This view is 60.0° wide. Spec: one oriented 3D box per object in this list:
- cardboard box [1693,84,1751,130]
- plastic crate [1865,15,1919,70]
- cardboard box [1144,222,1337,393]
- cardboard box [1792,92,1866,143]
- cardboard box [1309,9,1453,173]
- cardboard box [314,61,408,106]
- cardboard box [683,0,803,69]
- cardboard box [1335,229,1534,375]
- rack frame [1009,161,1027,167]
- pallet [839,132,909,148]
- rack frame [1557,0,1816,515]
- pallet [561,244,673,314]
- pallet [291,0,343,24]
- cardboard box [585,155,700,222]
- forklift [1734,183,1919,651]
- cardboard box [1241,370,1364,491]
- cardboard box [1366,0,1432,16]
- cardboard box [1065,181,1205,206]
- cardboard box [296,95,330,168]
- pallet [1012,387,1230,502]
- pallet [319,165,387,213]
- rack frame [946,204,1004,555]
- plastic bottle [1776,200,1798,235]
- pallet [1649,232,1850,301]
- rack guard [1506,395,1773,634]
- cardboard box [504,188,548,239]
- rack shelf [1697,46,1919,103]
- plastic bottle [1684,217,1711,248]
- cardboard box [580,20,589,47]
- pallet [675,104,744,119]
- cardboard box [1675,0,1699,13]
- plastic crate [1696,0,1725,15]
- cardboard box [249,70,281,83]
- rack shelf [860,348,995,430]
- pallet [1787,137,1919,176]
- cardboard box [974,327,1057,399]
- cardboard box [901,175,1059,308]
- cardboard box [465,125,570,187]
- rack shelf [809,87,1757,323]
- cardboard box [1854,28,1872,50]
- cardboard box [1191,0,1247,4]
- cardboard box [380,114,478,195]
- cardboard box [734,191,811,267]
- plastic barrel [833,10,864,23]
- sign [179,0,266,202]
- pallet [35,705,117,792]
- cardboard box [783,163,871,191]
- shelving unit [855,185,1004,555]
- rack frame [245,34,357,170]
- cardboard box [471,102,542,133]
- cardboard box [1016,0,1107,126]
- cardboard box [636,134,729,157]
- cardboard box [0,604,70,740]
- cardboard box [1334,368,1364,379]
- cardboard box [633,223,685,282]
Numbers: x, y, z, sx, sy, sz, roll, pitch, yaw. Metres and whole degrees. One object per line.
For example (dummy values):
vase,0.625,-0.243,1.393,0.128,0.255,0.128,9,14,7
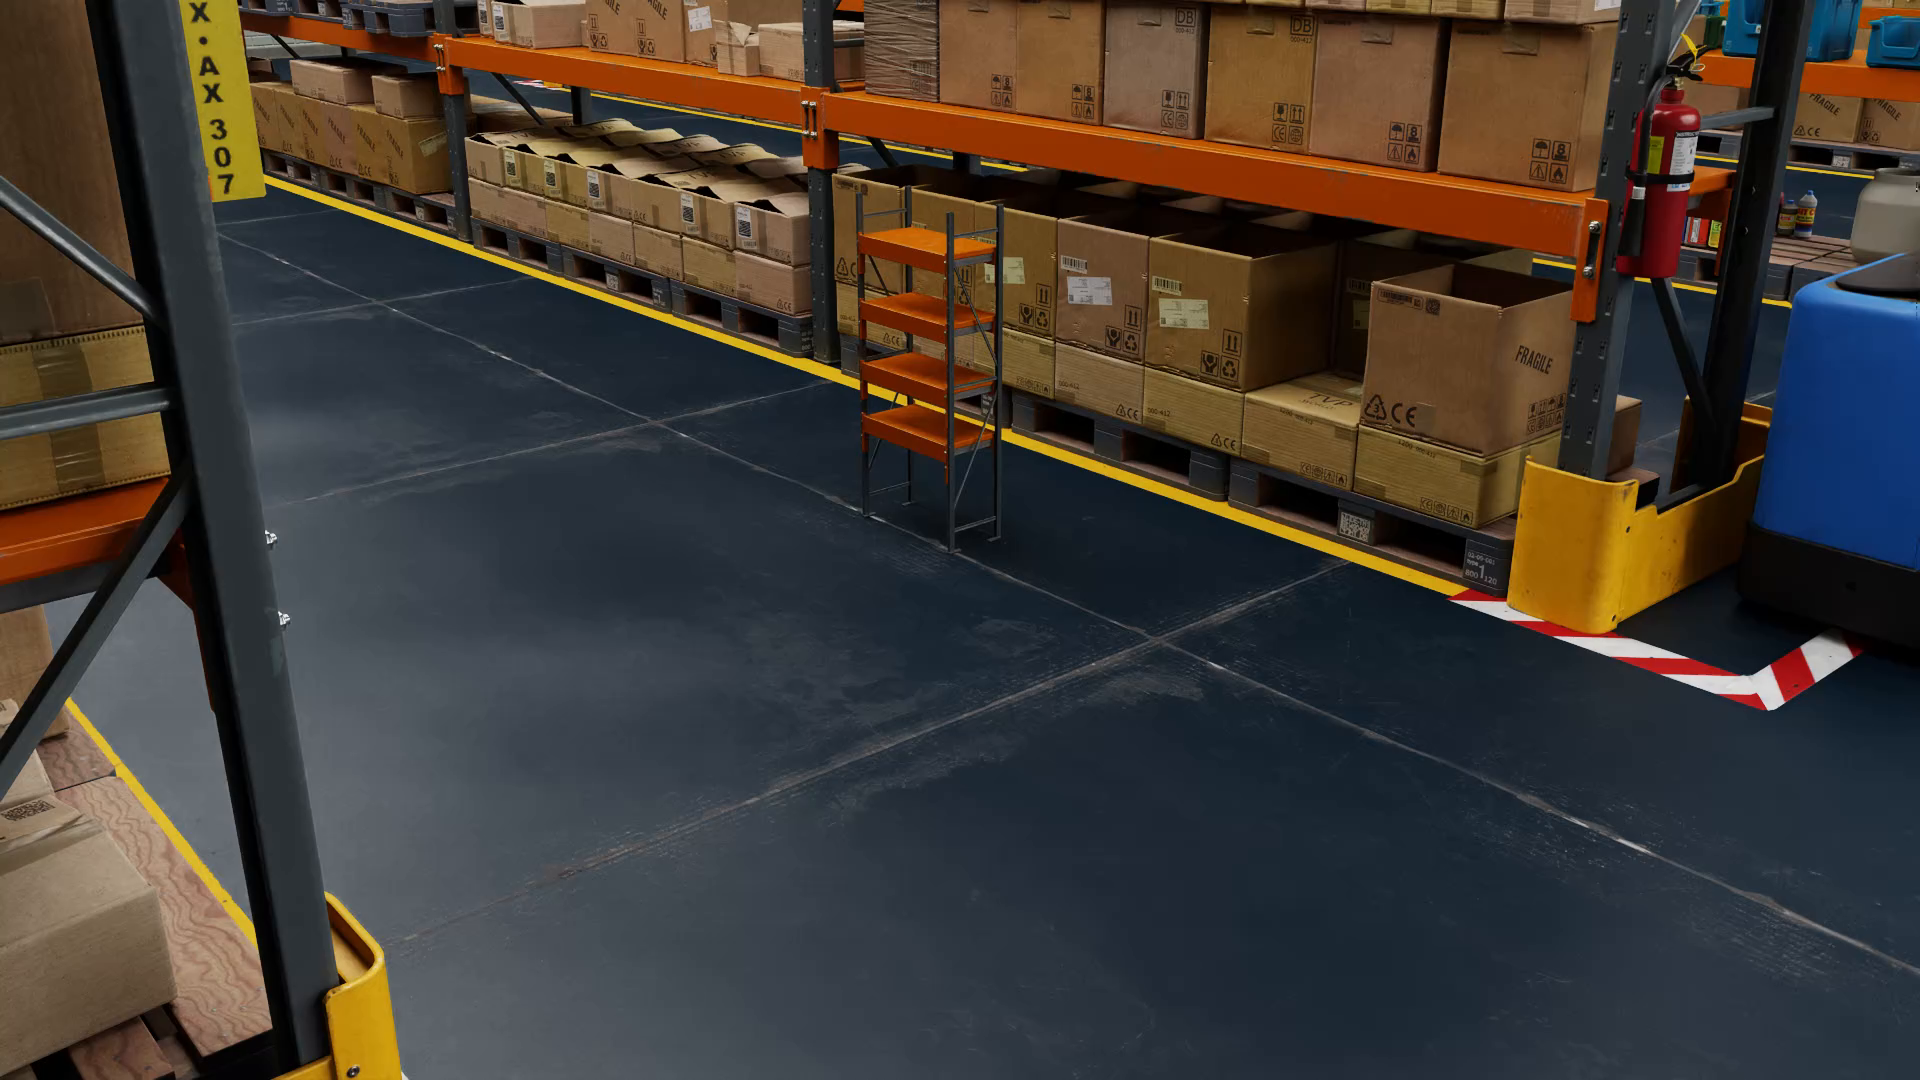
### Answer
cardboard box,6.814,-3.961,14.809,0.500,0.500,0.700,20,29,41
plastic crate,5.084,-2.640,8.815,0.499,0.251,0.408,-17,27,-37
cardboard box,1.063,-0.898,6.329,0.500,0.500,0.500,-17,27,-37
cardboard box,7.429,-3.657,14.060,0.500,0.500,0.500,-18,28,-39
cardboard box,1.660,-1.606,5.833,0.700,0.500,0.500,-17,27,-36
cardboard box,-4.419,-3.382,12.302,0.500,0.250,0.500,-18,28,-38
cardboard box,-1.142,-2.796,8.873,0.500,0.500,0.500,-15,26,-34
cardboard box,1.793,-0.886,6.300,0.500,0.500,0.500,-17,27,-37
rack frame,0.835,-4.671,13.798,1.000,3.000,0.127,-17,27,-37
pallet,-0.504,-3.918,15.697,1.003,0.211,1.213,-17,27,-37
rack frame,2.302,-1.283,5.147,1.000,3.000,0.127,-17,27,-37
pallet,-1.620,-1.621,9.834,1.003,0.211,1.213,-17,27,-37
pallet,-4.193,-3.940,12.194,1.003,0.211,1.213,-17,27,-37
cardboard box,-1.784,-2.029,9.476,0.500,0.311,0.500,-18,28,-38
forklift,3.937,-1.353,5.419,3.031,2.935,1.130,-18,28,-38
cardboard box,1.393,-0.411,6.116,0.500,0.250,0.500,-17,27,-37
cardboard box,1.569,-1.834,5.528,0.380,0.149,0.250,-18,28,-38
cardboard box,0.806,-1.298,7.352,0.500,0.500,0.500,-17,27,-37
cardboard box,-4.723,-3.163,12.771,0.500,0.500,0.500,-17,27,-37
pallet,0.979,-0.523,7.030,1.003,0.211,1.213,-17,27,-37
pallet,-4.171,-2.747,12.708,1.003,0.211,1.213,-17,27,-37
rack frame,0.051,-0.537,5.710,0.240,1.200,0.015,-17,27,-37
plastic bottle,5.042,-1.967,10.126,0.097,0.201,0.097,0,21,0
pallet,4.653,-1.735,10.125,1.003,0.211,1.213,-17,27,-37
rack guard,2.318,-0.113,5.586,1.175,0.500,0.348,-17,27,-37
cardboard box,-2.472,-2.055,10.313,0.500,0.250,0.500,-18,28,-39
rack shelf,4.751,-2.679,9.697,1.077,0.370,4.000,-17,27,-37
plastic bottle,4.382,-1.877,9.795,0.152,0.276,0.135,-17,27,-37
cardboard box,-2.045,-3.037,9.970,0.380,0.149,0.250,-15,26,-34
pallet,-2.286,-4.672,17.623,1.003,0.211,1.213,-17,27,-37
cardboard box,2.209,-1.791,5.418,0.380,0.149,0.250,-18,27,-38
plastic crate,4.374,-3.256,10.388,0.499,0.251,0.616,-17,27,-37
cardboard box,-6.118,-3.729,14.217,0.500,0.500,0.500,-17,27,-37
rack shelf,-0.108,-0.542,5.907,0.258,0.148,0.480,-17,27,-37
pallet,7.663,-3.270,14.043,1.003,0.211,1.213,-17,27,-37
cardboard box,0.409,-0.824,7.170,0.500,0.250,0.500,-17,27,-37
cardboard box,0.089,-1.314,7.391,0.500,0.500,0.500,-17,27,-37
cardboard box,-2.801,-2.455,10.565,0.500,0.311,0.500,-16,27,-36
rack shelf,0.996,-1.501,6.689,1.077,0.370,4.000,-17,27,-37
cardboard box,9.921,-5.464,18.330,1.050,0.750,0.750,-17,27,-37
cardboard box,1.062,-2.049,6.077,0.380,0.149,0.250,-17,27,-36
cardboard box,-3.708,-2.737,11.683,0.500,0.500,0.500,-16,27,-35
cardboard box,-0.791,-1.608,8.402,0.500,0.311,0.500,-17,27,-37
plastic barrel,-0.972,-4.645,16.032,0.600,0.901,0.708,-17,27,-37
sign,-1.038,-0.635,2.305,0.100,0.325,0.005,-17,27,-37
pallet,-2.794,0.605,4.150,1.003,0.211,1.213,-17,27,-37
cardboard box,-0.713,-1.878,9.090,0.500,0.311,0.500,-18,28,-38
shelving unit,-0.108,-0.604,5.882,0.258,1.200,0.503,-17,27,-37
rack frame,-5.531,-4.598,13.612,1.000,3.000,0.127,-17,27,-37
cardboard box,-3.347,-2.871,12.026,0.500,0.500,0.500,-19,28,-39
cardboard box,0.659,-2.030,6.917,0.700,0.500,0.500,-17,27,-37
cardboard box,-1.720,-2.301,10.172,0.500,0.311,0.500,-18,27,-38
cardboard box,-2.645,0.272,4.002,0.700,0.500,0.500,-20,29,-41
cardboard box,1.791,-0.537,6.436,0.500,0.250,0.500,-17,27,-37
cardboard box,-1.463,-1.630,9.228,0.500,0.250,0.500,-17,27,-36
